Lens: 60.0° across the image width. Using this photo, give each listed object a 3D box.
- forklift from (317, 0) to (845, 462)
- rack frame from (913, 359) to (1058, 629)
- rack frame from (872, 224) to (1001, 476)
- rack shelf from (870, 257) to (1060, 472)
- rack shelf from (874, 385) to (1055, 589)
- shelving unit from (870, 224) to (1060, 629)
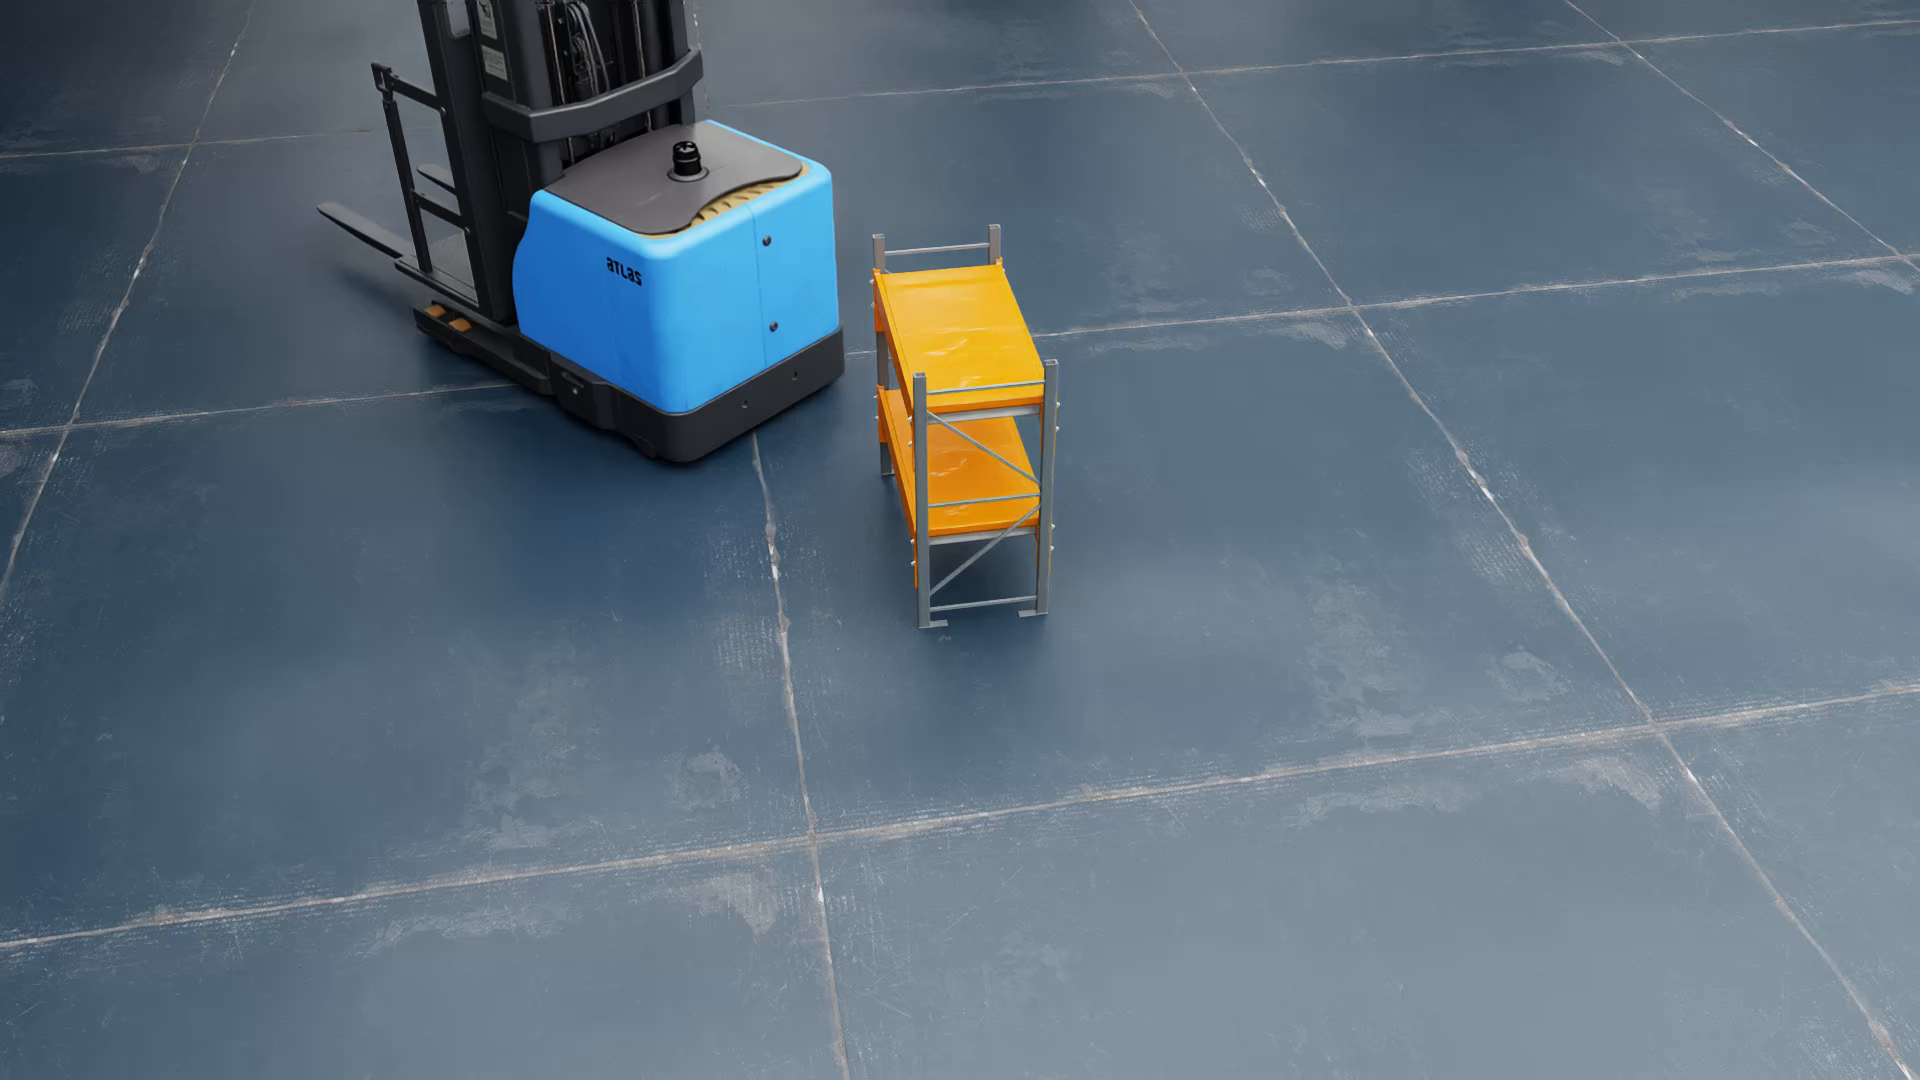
[{"bbox_3d":[-1.973,-2.256,7.265,3.031,2.935,1.130,28,46,31],"label":"forklift"},{"bbox_3d":[0.088,-0.141,6.015,0.500,1.125,0.032,-6,38,-8],"label":"rack frame"},{"bbox_3d":[-0.090,-0.755,6.805,0.500,1.125,0.032,-6,38,-8],"label":"rack frame"},{"bbox_3d":[-0.001,-0.679,6.231,0.538,0.278,1.000,-6,38,-8],"label":"rack shelf"},{"bbox_3d":[-0.001,-0.255,6.560,0.538,0.278,1.000,-6,38,-8],"label":"rack shelf"},{"bbox_3d":[-0.001,-0.448,6.410,0.538,1.125,1.048,-6,38,-8],"label":"shelving unit"}]
